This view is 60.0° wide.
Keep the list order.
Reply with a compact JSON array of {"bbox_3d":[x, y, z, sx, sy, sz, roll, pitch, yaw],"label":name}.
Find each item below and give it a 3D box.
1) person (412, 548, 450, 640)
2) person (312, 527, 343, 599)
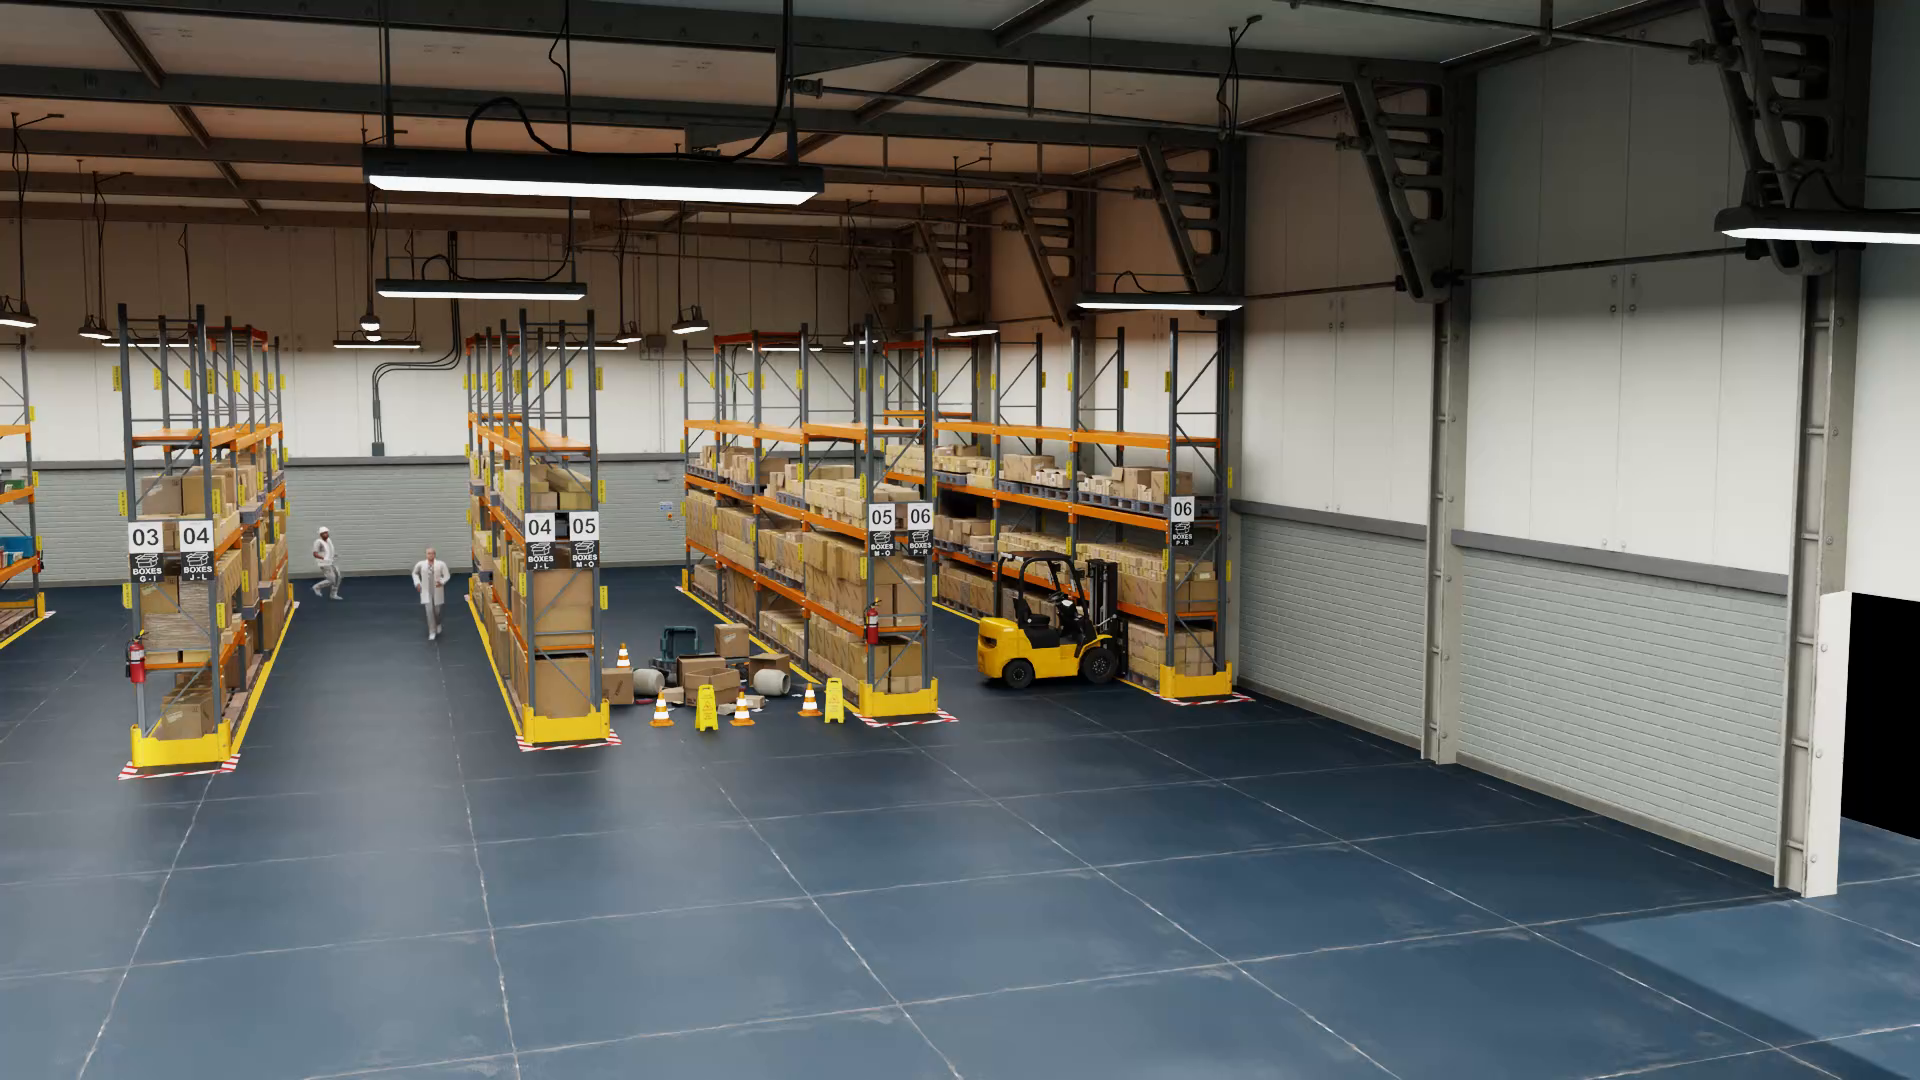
[{"bbox_3d":[-10.357,1.036,32.584,0.718,1.771,0.858,-2,6,-16],"label":"person"},{"bbox_3d":[-14.602,0.541,38.214,0.591,1.705,0.695,0,5,4],"label":"person"}]
